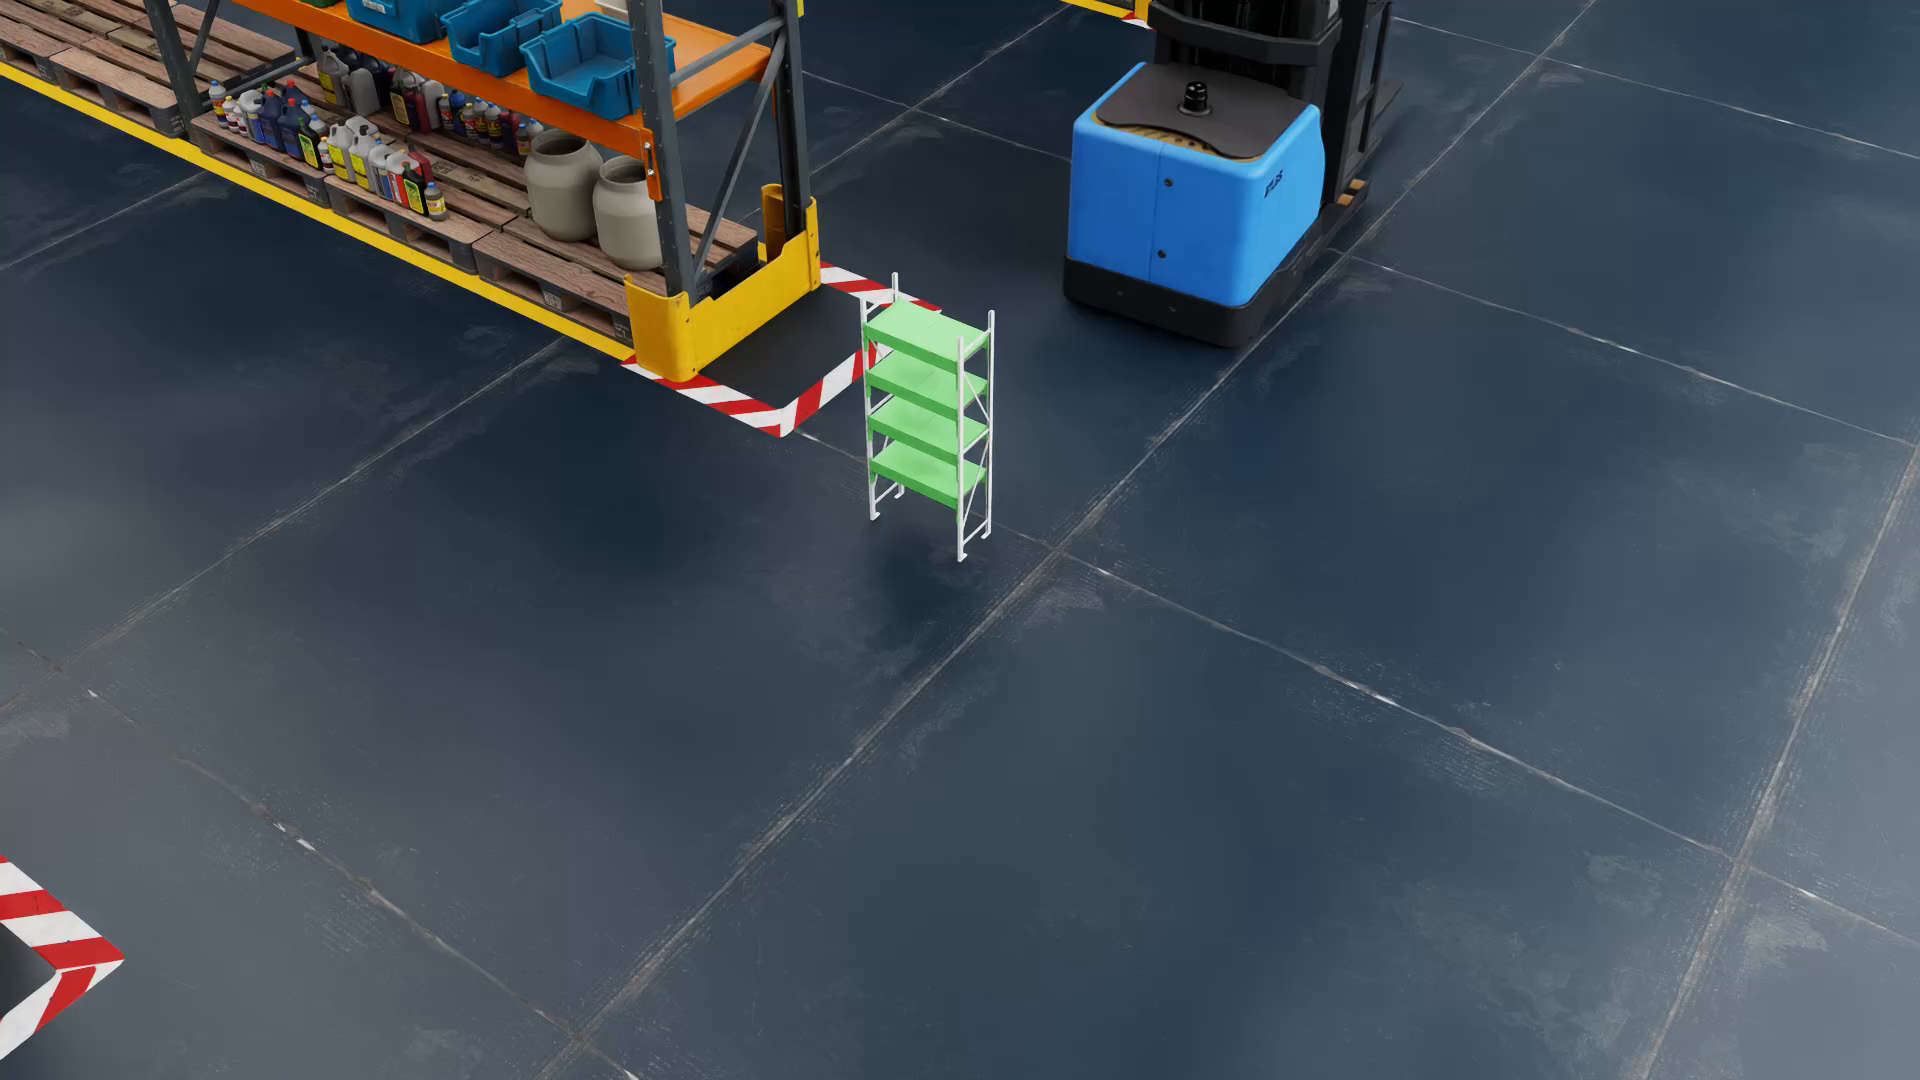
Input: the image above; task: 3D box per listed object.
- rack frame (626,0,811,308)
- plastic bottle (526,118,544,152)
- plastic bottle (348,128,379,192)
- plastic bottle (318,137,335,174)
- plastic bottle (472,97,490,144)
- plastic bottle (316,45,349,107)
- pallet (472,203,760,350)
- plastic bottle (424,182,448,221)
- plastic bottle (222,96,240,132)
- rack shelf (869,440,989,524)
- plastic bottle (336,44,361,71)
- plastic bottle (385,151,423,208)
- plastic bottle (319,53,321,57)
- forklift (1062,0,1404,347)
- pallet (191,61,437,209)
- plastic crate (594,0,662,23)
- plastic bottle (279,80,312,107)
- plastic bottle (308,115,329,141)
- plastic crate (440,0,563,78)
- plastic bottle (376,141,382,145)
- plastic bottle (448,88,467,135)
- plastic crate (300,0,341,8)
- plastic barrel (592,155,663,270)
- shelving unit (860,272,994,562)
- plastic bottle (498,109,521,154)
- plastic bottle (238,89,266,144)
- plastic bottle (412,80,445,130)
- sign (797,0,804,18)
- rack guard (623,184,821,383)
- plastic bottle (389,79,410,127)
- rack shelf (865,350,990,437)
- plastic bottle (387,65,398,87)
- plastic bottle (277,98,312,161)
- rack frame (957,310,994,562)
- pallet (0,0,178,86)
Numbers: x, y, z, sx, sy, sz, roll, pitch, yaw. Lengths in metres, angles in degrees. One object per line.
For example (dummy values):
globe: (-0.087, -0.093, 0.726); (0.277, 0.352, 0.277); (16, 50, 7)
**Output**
rack frame: (-1.117, -2.275, 7.792); (0.127, 3.000, 1.000); (25, 48, 25)
plastic bottle: (-2.423, -2.287, 9.521); (0.097, 0.271, 0.097); (0, 42, 0)
plastic bottle: (-3.315, -2.142, 9.299); (0.185, 0.351, 0.144); (27, 48, 27)
plastic bottle: (-3.597, -2.199, 9.475); (0.097, 0.201, 0.097); (0, 42, 0)
plastic bottle: (-2.785, -2.456, 9.710); (0.097, 0.271, 0.097); (0, 42, 0)
plastic bottle: (-3.782, -2.816, 10.052); (0.185, 0.351, 0.144); (25, 48, 25)
pallet: (-1.869, -1.553, 9.076); (1.213, 0.211, 1.003); (25, 48, 25)
plastic bottle: (-2.873, -1.860, 9.096); (0.097, 0.201, 0.097); (0, 42, 0)
plastic bottle: (-4.300, -2.528, 9.842); (0.097, 0.201, 0.097); (0, 42, 0)
rack shelf: (-0.136, -0.284, 7.372); (0.480, 0.148, 0.258); (25, 48, 25)
plastic bottle: (-3.699, -2.894, 10.140); (0.185, 0.351, 0.144); (24, 47, 24)
plastic bottle: (-3.063, -1.999, 9.196); (0.135, 0.276, 0.152); (25, 48, 26)
plastic bottle: (-3.916, -2.959, 10.324); (0.097, 0.201, 0.097); (0, 42, 0)
forklift: (1.722, -3.045, 8.703); (1.130, 2.935, 3.031); (21, 46, 22)
pallet: (-3.866, -2.488, 10.120); (1.213, 0.211, 1.003); (25, 48, 25)
plastic crate: (-1.665, -2.695, 8.459); (0.250, 0.136, 0.298); (25, 48, 25)
plastic bottle: (-3.887, -2.527, 9.729); (0.185, 0.351, 0.144); (25, 48, 25)
plastic bottle: (-3.673, -2.310, 9.547); (0.097, 0.271, 0.097); (0, 42, 0)
plastic crate: (-2.227, -2.500, 8.154); (0.408, 0.251, 0.499); (25, 48, 25)
plastic bottle: (-3.281, -2.169, 9.441); (0.097, 0.201, 0.097); (0, 42, 0)
plastic bottle: (-2.951, -2.534, 9.797); (0.097, 0.271, 0.097); (0, 42, 0)
plastic crate: (-3.443, -3.054, 8.821); (0.662, 0.188, 0.450); (25, 48, 25)
plastic barrel: (-1.700, -1.715, 8.716); (0.421, 0.512, 0.421); (0, 42, 0)
shelving unit: (-0.136, -0.511, 7.169); (0.503, 1.200, 0.258); (25, 48, 25)
plastic bottle: (-2.598, -2.388, 9.625); (0.133, 0.283, 0.061); (26, 48, 26)
plastic bottle: (-4.103, -2.486, 9.739); (0.135, 0.276, 0.152); (27, 48, 27)
plastic bottle: (-3.147, -2.605, 9.873); (0.135, 0.276, 0.152); (26, 48, 26)
sign: (-0.798, -2.677, 8.033); (0.005, 0.325, 0.100); (25, 48, 25)
rack guard: (-1.207, -1.347, 8.629); (0.348, 0.500, 1.175); (25, 48, 25)
plastic bottle: (-3.316, -2.606, 9.869); (0.133, 0.283, 0.061); (25, 48, 25)
rack shelf: (-0.136, -0.642, 7.052); (0.480, 0.148, 0.258); (25, 48, 25)
plastic bottle: (-3.385, -2.756, 10.036); (0.133, 0.283, 0.061); (28, 49, 28)
plastic bottle: (-3.815, -2.376, 9.560); (0.185, 0.351, 0.144); (23, 47, 24)
rack frame: (0.064, -0.417, 7.065); (0.015, 1.200, 0.240); (25, 48, 25)
pallet: (-6.060, -3.514, 11.267); (1.213, 0.211, 1.003); (25, 48, 25)
